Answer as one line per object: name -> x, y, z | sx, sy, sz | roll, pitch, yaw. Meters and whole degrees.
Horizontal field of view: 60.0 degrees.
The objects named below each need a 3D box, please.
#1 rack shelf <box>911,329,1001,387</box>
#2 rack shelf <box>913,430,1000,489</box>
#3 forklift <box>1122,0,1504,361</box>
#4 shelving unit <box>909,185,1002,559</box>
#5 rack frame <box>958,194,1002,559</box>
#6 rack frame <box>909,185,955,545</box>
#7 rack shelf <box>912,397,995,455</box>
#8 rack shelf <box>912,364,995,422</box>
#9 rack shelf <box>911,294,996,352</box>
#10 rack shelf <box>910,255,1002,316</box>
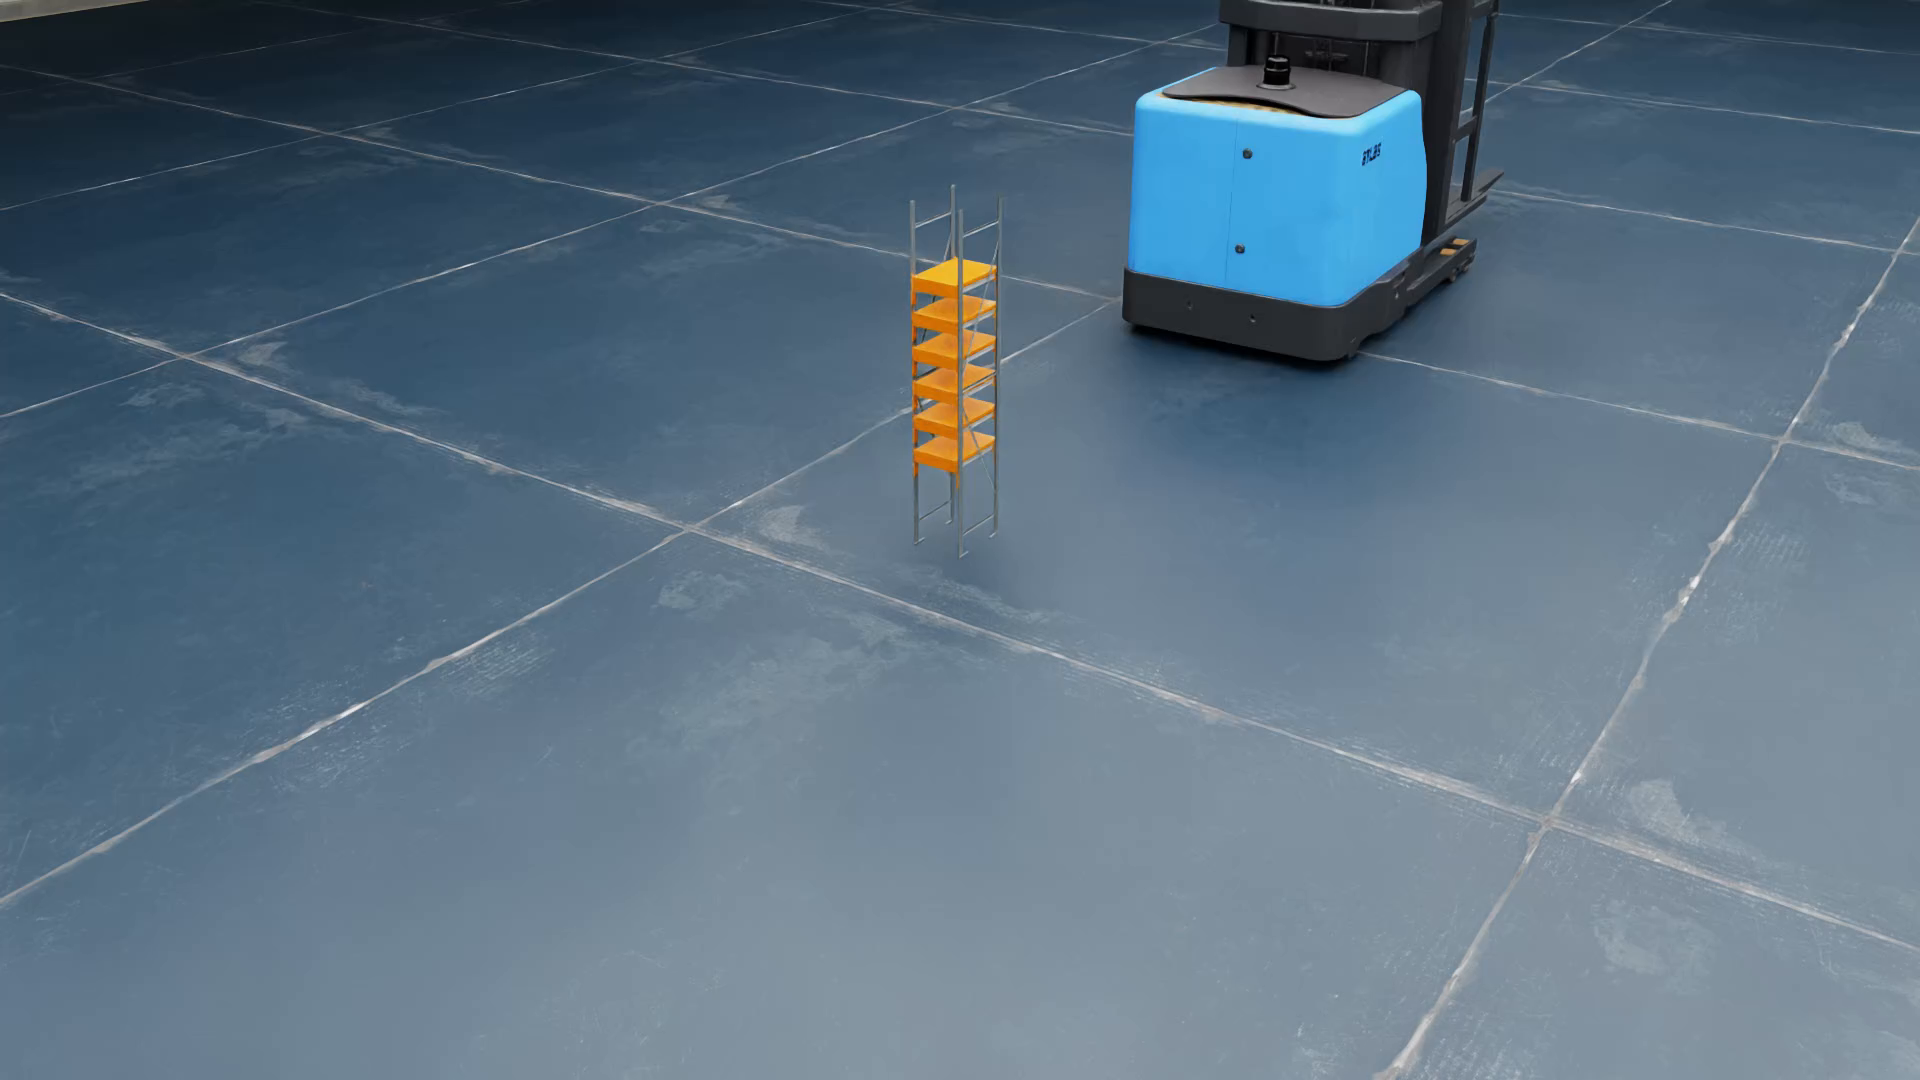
rack shelf -> -0.012, -0.606, 5.451 | 0.180, 0.103, 0.258 | 17, 32, 30
rack shelf -> -0.012, -0.285, 5.614 | 0.180, 0.103, 0.258 | 17, 32, 30
forklift -> 1.957, -2.693, 7.810 | 1.130, 2.935, 3.031 | 16, 31, 29
shelving unit -> -0.012, -0.538, 5.485 | 0.189, 1.200, 0.258 | 17, 32, 30
rack frame -> 0.063, -0.515, 5.439 | 0.006, 1.200, 0.240 | 17, 32, 30
rack frame -> -0.087, -0.562, 5.531 | 0.006, 1.200, 0.240 | 17, 32, 30
rack shelf -> -0.012, -0.392, 5.560 | 0.180, 0.103, 0.258 | 17, 32, 30
rack shelf -> -0.012, -0.499, 5.505 | 0.180, 0.103, 0.258 | 17, 32, 30
rack shelf -> -0.012, -0.713, 5.396 | 0.180, 0.103, 0.258 | 17, 32, 30
rack shelf -> -0.012, -0.820, 5.342 | 0.180, 0.103, 0.258 | 17, 32, 30
